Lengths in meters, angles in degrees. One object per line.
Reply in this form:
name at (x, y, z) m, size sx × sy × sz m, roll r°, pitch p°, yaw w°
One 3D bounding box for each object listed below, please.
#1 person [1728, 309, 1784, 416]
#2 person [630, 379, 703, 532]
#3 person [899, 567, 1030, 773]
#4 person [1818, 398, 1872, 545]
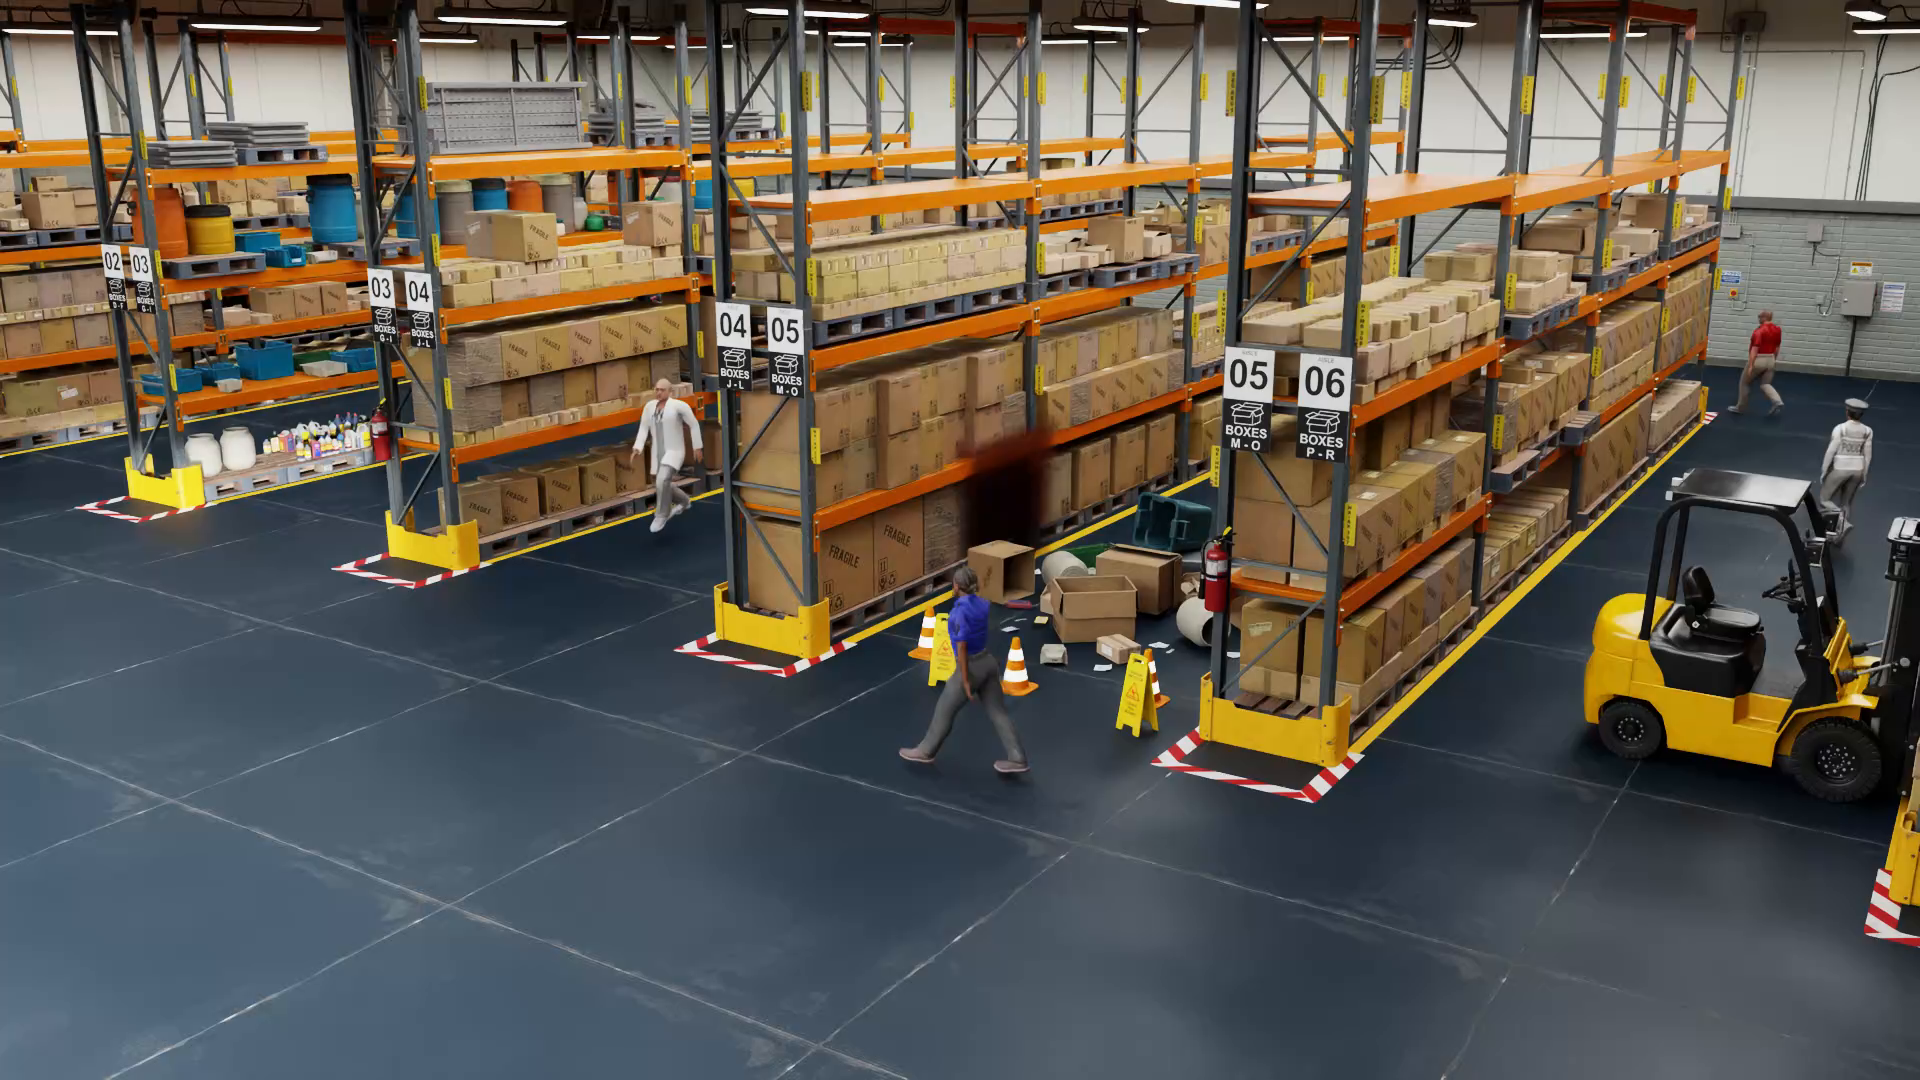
person at (12.531, -2.781, 26.054) m, size 0.583 × 1.682 × 0.923 m, roll -4°, pitch 16°, yaw -15°
person at (-3.304, -1.004, 18.922) m, size 0.685 × 1.694 × 0.842 m, roll 8°, pitch 17°, yaw 26°
person at (0.040, 0.974, 12.630) m, size 1.041 × 1.585 × 0.516 m, roll 8°, pitch 18°, yaw 28°
person at (10.009, -0.734, 18.736) m, size 0.525 × 1.667 × 0.604 m, roll 0°, pitch 16°, yaw -1°
